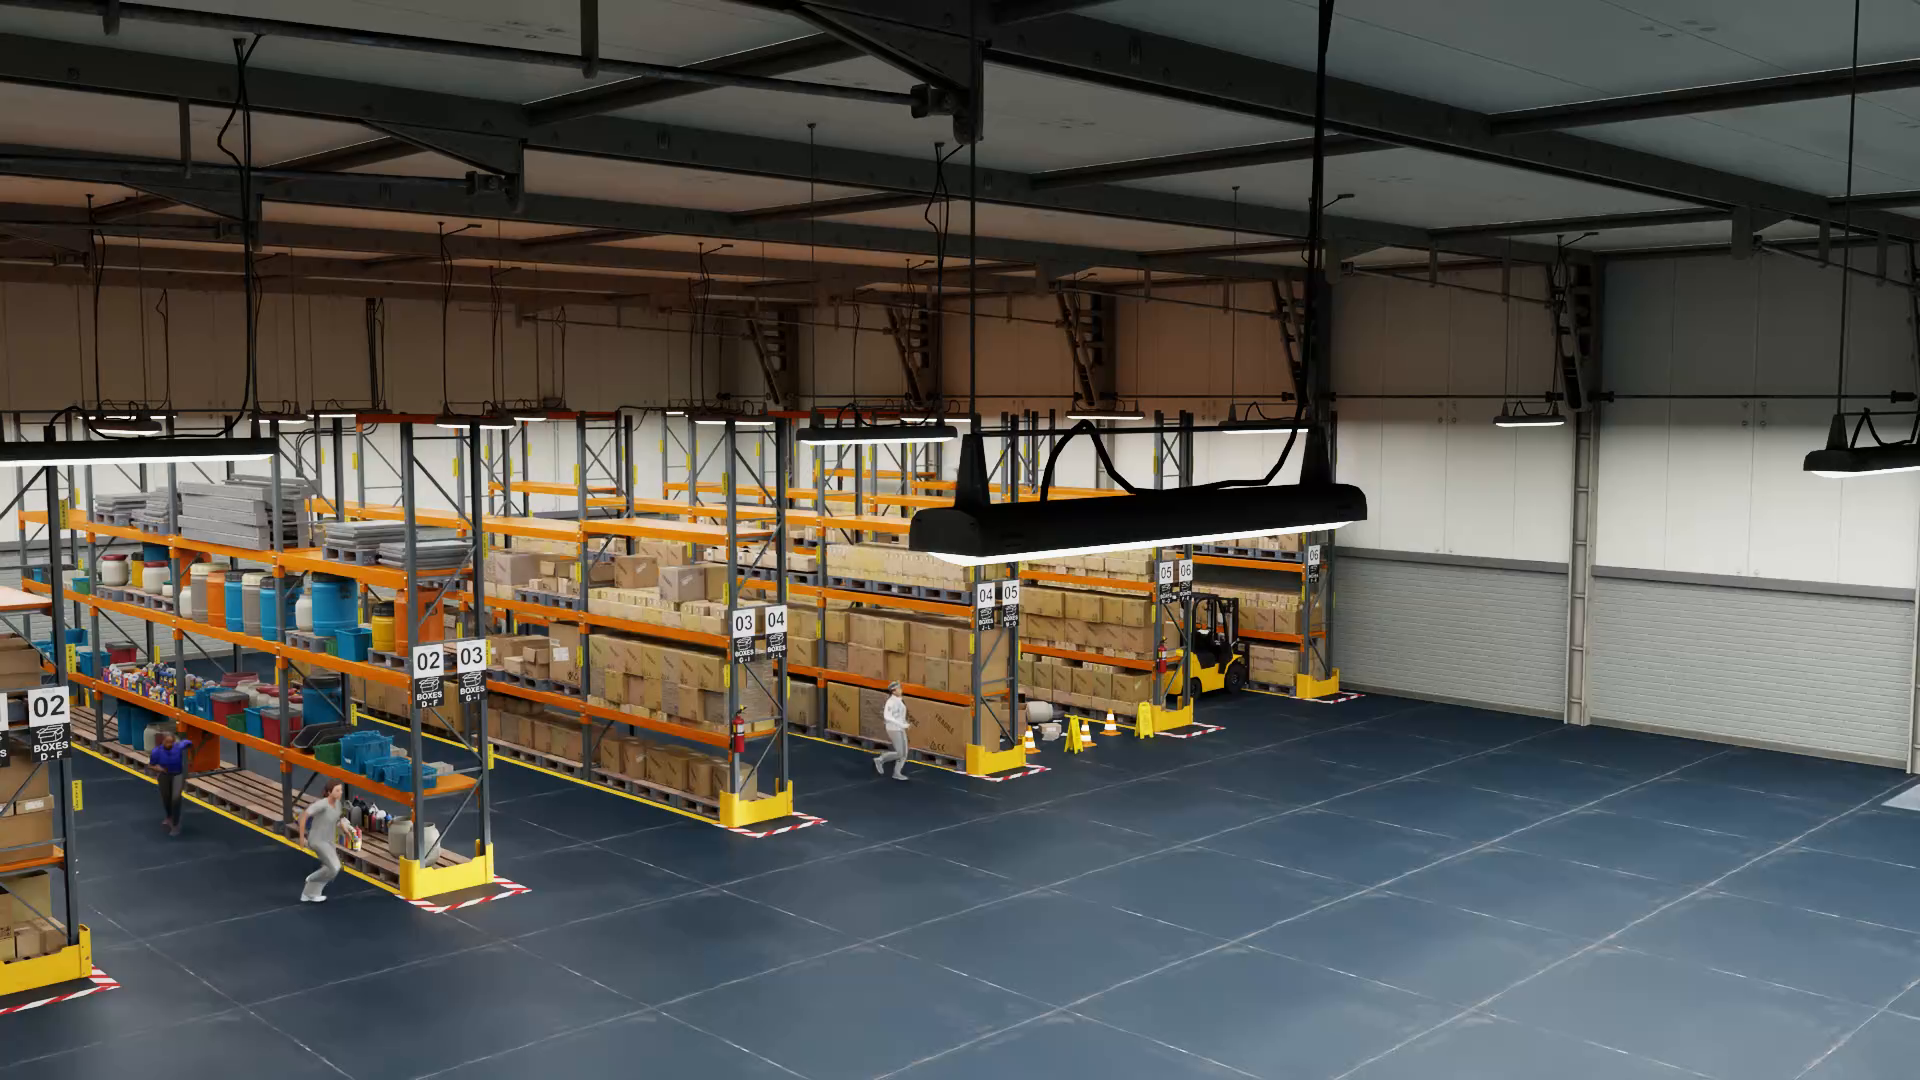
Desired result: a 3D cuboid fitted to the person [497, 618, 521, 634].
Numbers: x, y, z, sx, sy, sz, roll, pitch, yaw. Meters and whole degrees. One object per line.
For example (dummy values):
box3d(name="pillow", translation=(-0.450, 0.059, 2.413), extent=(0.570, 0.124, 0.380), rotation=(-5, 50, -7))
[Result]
box3d(name="person", translation=(-11.004, 2.031, 40.589), extent=(0.594, 1.598, 0.677), rotation=(5, 7, 42))

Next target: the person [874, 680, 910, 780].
box3d(name="person", translation=(-1.096, 3.129, 27.433), extent=(0.611, 1.642, 0.609), rotation=(2, 5, 17))

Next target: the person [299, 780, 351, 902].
box3d(name="person", translation=(-7.897, 3.746, 20.657), extent=(0.664, 1.549, 0.585), rotation=(1, 5, 15))

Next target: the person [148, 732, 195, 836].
box3d(name="person", translation=(-11.401, 3.503, 24.090), extent=(0.613, 1.570, 0.958), rotation=(-2, 5, -25))
